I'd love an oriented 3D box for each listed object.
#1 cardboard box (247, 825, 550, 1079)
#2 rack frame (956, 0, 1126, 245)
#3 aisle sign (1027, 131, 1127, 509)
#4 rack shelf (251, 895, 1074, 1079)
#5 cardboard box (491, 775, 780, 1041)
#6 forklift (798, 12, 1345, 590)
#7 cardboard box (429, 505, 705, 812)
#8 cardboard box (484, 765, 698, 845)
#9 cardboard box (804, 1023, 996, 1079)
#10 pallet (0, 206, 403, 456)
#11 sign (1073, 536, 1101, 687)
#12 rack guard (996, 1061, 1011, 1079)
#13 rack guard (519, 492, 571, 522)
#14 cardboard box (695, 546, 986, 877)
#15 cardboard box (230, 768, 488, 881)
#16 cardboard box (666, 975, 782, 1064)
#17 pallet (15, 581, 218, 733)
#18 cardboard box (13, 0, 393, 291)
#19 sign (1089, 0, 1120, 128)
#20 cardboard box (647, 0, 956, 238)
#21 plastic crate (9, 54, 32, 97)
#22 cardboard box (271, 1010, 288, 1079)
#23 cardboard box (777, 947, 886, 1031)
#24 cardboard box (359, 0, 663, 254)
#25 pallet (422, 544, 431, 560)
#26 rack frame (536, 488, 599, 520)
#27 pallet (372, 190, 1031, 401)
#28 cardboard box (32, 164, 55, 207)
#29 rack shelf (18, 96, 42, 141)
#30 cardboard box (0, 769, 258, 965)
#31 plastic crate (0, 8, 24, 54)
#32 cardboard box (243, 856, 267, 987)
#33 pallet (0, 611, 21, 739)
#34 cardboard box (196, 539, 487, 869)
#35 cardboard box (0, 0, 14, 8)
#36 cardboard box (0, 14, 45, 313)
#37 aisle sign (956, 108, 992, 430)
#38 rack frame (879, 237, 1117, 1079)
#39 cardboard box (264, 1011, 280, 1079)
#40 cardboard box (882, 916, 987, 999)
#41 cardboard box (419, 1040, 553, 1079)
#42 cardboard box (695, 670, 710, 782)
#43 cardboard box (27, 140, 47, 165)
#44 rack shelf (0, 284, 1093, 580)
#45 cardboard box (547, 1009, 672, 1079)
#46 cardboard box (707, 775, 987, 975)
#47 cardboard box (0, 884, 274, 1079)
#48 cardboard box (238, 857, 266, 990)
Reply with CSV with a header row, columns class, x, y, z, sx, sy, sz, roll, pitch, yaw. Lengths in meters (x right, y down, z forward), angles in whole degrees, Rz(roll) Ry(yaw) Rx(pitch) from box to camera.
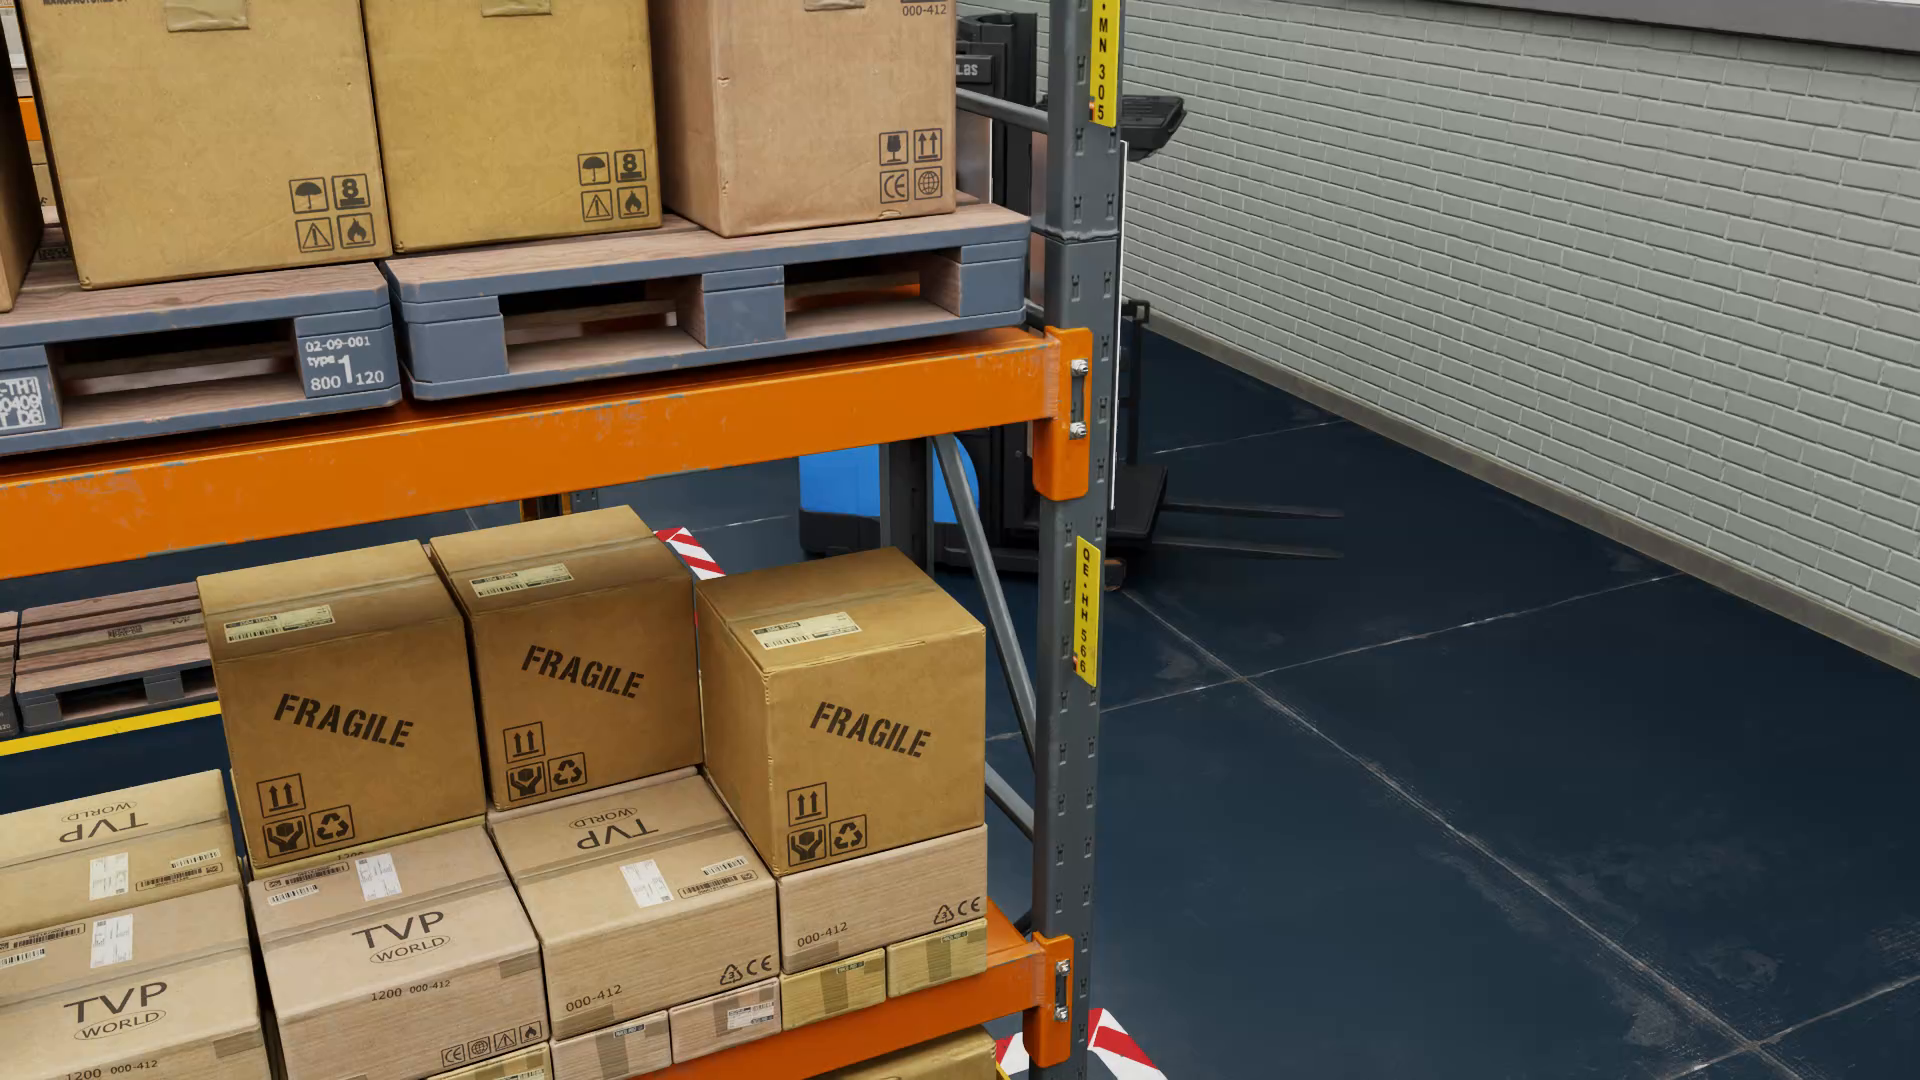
class,x,y,z,sx,sy,sz,roll,pitch,yaw
cardboard box,-1.186,0.884,3.501,0.500,0.250,0.500,-11,25,-25
rack frame,0.051,-2.160,3.203,0.127,3.000,1.000,-10,25,-24
aisle sign,0.246,-0.498,3.633,0.004,0.787,0.394,-10,25,-24
rack shelf,-1.751,1.276,3.687,4.000,0.370,1.077,-10,25,-24
cardboard box,-0.728,0.799,3.705,0.500,0.250,0.500,-11,25,-25
forklift,0.656,-1.302,9.063,3.031,2.935,1.130,5,23,11
cardboard box,-0.949,0.266,4.011,0.500,0.500,0.500,-11,25,-25
cardboard box,-0.964,0.618,4.141,0.500,0.250,0.500,-11,25,-24
cardboard box,-0.491,1.533,4.354,0.875,0.875,0.875,-10,25,-24
pallet,-1.713,-0.403,2.996,1.213,0.211,1.003,-10,25,-24
sign,0.274,0.156,3.627,0.005,0.325,0.100,-10,25,-24
rack guard,0.073,1.762,4.839,0.348,0.500,1.175,-10,25,-24
rack guard,-2.081,0.051,8.973,0.348,0.500,1.175,-10,25,-24
cardboard box,-0.274,0.368,3.765,0.500,0.500,0.500,-10,25,-23
cardboard box,-1.418,0.701,3.943,0.500,0.250,0.500,-11,25,-25
cardboard box,-0.588,0.985,3.776,0.250,0.149,0.380,-10,25,-23
pallet,-3.954,0.517,8.224,1.213,0.211,1.003,-10,25,-24
cardboard box,-1.398,-0.802,3.033,0.500,0.500,0.700,-12,25,-27
sign,0.274,-0.958,3.166,0.005,0.325,0.100,-10,25,-24
cardboard box,-0.394,-0.956,3.406,0.500,0.500,0.700,-12,25,-27
plastic crate,-3.851,-1.931,6.917,0.530,0.136,0.437,-10,25,-24
cardboard box,-1.280,1.113,3.467,0.250,0.149,0.380,-10,25,-23
cardboard box,-0.360,0.944,3.876,0.250,0.149,0.380,-10,25,-23
cardboard box,-0.953,-0.904,3.280,0.500,0.500,0.700,-11,25,-26
pallet,-2.857,0.316,8.710,1.213,0.211,1.003,-10,25,-24
rack frame,-2.097,-1.095,8.474,0.127,3.000,1.000,-10,25,-24
pallet,-0.613,-0.607,3.488,1.213,0.211,1.003,-10,25,-24
cardboard box,-6.357,-2.345,11.362,0.500,0.500,0.500,-11,25,-24
rack shelf,-3.899,-1.817,7.237,4.000,0.370,1.077,-10,25,-24
cardboard box,-1.886,0.789,3.729,0.500,0.250,0.500,-11,25,-25
plastic crate,-4.228,-2.165,7.292,0.530,0.282,0.437,-10,25,-24
cardboard box,-1.569,0.887,4.014,0.250,0.149,0.380,-11,25,-24
pallet,-5.055,0.721,7.732,1.213,0.211,1.003,-10,25,-24
cardboard box,-1.413,0.354,3.799,0.500,0.500,0.500,-11,25,-25
cardboard box,-6.397,-3.616,10.837,0.500,0.250,0.500,-10,25,-24
cardboard box,-1.855,-0.673,2.722,0.500,0.500,0.700,-9,24,-21
aisle sign,-0.014,-0.705,4.132,0.004,0.787,0.394,-10,25,-24
rack frame,0.051,0.612,4.351,0.127,3.000,1.000,-10,25,-24
cardboard box,-1.504,1.154,3.370,0.250,0.149,0.380,-10,24,-23
cardboard box,-0.127,0.900,3.982,0.250,0.149,0.380,-10,24,-23
cardboard box,-1.046,1.070,3.572,0.250,0.149,0.380,-11,25,-25
cardboard box,-0.498,0.530,4.355,0.500,0.250,0.500,-11,25,-25
cardboard box,-6.371,-2.800,11.154,0.500,0.500,0.500,-11,25,-25
rack shelf,-1.751,-0.110,3.113,4.000,0.370,1.077,-10,25,-24
cardboard box,-0.813,1.026,3.677,0.250,0.149,0.380,-10,24,-23
cardboard box,-0.270,0.715,3.907,0.500,0.250,0.500,-11,25,-24
cardboard box,-1.654,0.971,3.288,0.500,0.250,0.500,-10,25,-24
cardboard box,-1.797,0.928,3.914,0.250,0.149,0.380,-11,25,-25
